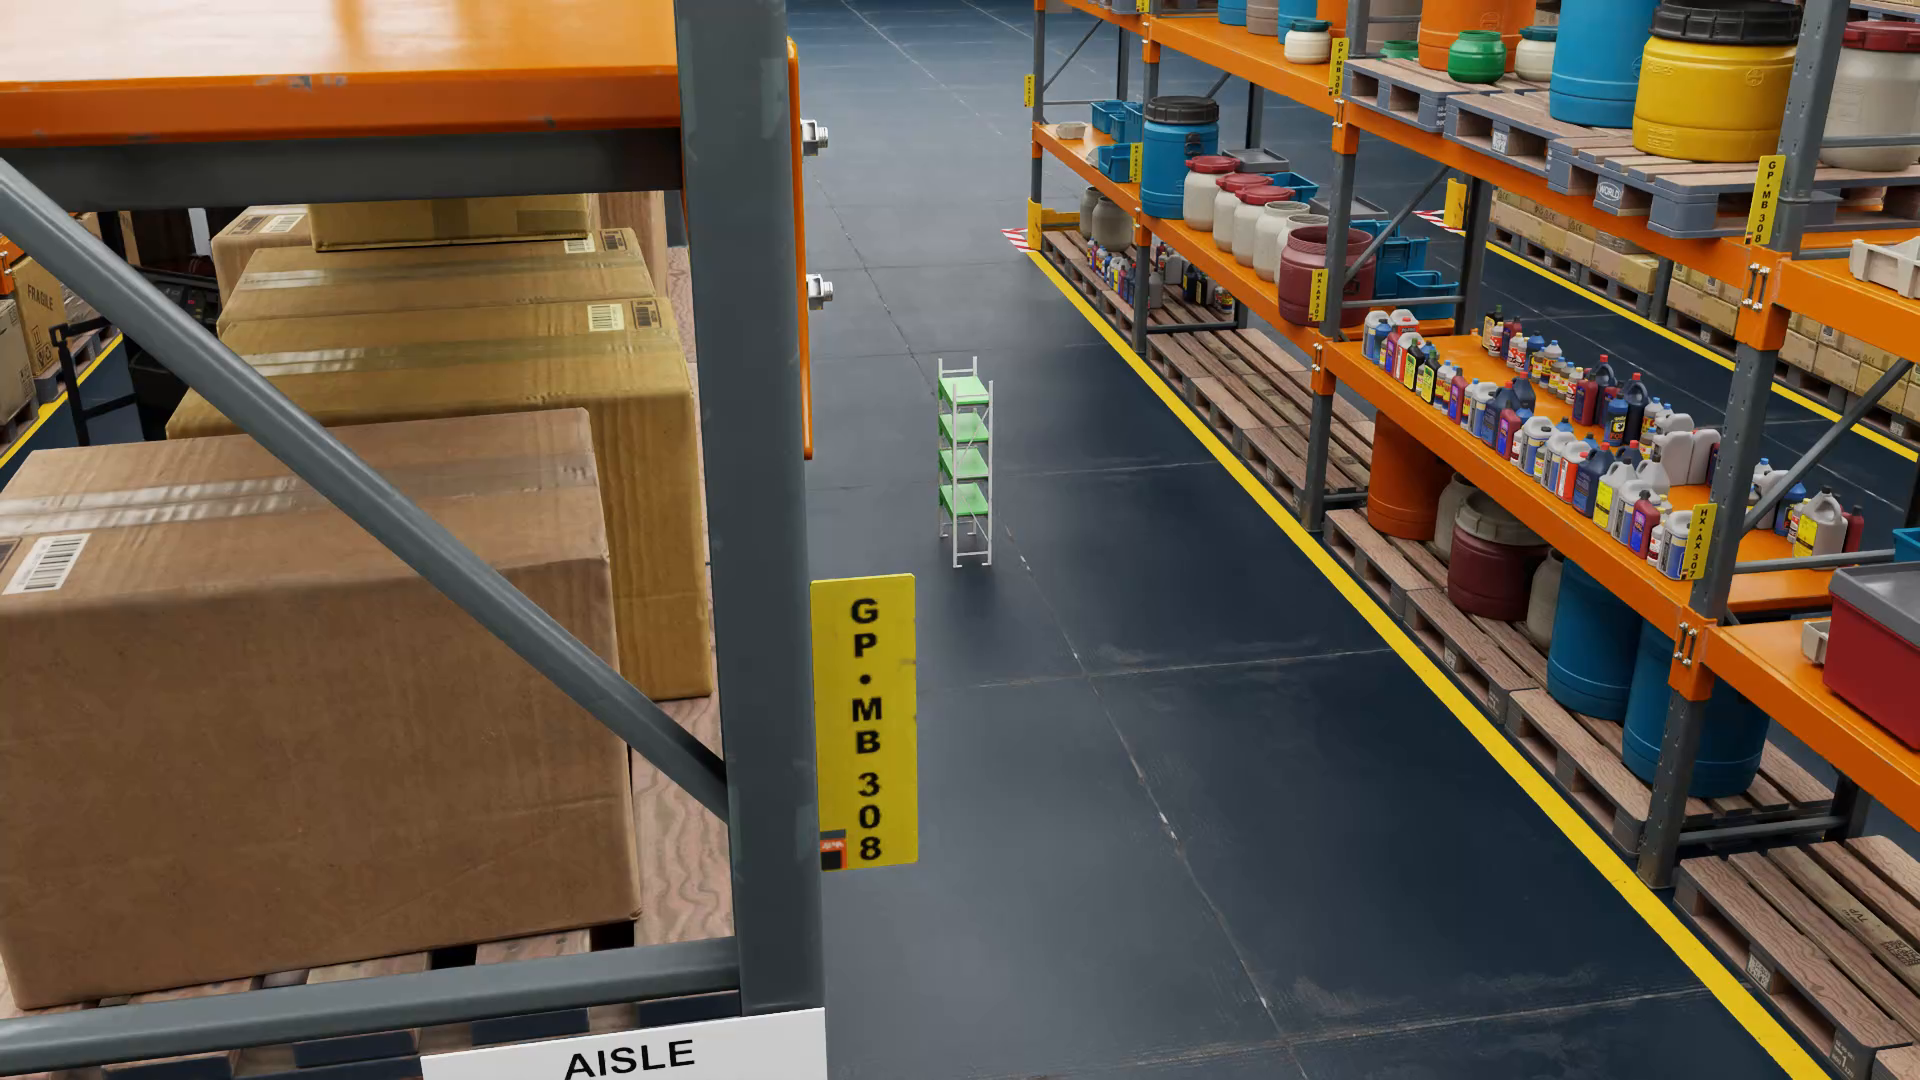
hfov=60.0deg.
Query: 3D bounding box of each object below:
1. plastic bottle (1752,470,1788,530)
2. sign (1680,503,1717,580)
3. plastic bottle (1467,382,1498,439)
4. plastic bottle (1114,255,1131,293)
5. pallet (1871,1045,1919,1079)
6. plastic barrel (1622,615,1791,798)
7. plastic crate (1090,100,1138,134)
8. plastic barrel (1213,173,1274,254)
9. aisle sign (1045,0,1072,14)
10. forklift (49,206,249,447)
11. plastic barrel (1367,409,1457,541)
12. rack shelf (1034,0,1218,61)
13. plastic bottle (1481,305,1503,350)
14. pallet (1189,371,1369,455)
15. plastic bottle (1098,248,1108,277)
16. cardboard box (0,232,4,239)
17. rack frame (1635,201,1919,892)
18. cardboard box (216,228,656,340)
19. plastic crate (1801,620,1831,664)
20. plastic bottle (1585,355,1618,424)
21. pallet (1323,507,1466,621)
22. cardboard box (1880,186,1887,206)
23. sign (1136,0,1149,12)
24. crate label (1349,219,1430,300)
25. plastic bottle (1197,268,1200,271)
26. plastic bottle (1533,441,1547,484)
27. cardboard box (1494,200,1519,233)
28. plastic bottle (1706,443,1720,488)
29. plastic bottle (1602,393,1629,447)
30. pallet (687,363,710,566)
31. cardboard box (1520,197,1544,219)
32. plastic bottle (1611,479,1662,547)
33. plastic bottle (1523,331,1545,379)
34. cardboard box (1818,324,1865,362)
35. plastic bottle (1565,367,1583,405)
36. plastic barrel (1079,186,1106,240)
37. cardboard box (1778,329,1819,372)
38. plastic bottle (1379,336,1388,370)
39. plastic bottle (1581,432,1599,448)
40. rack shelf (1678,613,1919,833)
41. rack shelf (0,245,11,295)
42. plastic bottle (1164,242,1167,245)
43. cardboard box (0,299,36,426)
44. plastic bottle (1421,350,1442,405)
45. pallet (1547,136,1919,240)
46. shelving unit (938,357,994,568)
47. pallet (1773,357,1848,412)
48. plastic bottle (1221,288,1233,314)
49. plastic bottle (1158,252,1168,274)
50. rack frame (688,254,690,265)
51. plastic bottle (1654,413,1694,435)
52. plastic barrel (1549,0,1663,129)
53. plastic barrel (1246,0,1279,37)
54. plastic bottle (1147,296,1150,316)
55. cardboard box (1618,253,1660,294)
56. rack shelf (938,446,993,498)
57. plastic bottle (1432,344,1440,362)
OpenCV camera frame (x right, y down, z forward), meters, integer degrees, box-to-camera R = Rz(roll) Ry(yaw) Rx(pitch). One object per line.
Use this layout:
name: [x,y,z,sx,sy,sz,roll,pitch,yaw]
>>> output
plastic bottle: [3.710,-0.202,7.620,0.152,0.276,0.135,-4,24,-10]
sign: [2.948,0.008,6.637,0.100,0.325,0.005,-4,24,-10]
plastic bottle: [2.768,-0.682,8.718,0.152,0.276,0.135,-4,24,-10]
plastic bottle: [1.512,-2.474,15.426,0.144,0.351,0.185,-4,24,-10]
pallet: [3.892,2.140,5.585,1.003,0.211,1.213,-4,24,-10]
plastic barrel: [3.405,0.649,7.613,0.600,0.901,0.708,-4,24,-10]
plastic crate: [1.656,-4.382,17.221,0.499,0.251,0.616,-4,24,-10]
plastic barrel: [2.107,-2.433,12.402,0.433,0.535,0.433,0,24,0]
aisle sign: [0.969,-5.823,17.086,0.394,0.787,0.004,-4,24,-10]
forklift: [-5.104,-1.457,10.423,1.130,2.935,3.031,11,26,23]
plastic barrel: [2.856,-0.485,10.299,0.600,0.830,0.708,-4,24,-10]
rack shelf: [1.640,-4.883,15.334,1.077,0.370,4.000,-4,24,-10]
plastic bottle: [3.243,-1.297,10.118,0.061,0.283,0.133,-4,24,-10]
pallet: [2.422,-0.987,12.745,1.003,0.211,1.213,-4,24,-10]
plastic bottle: [1.381,-2.666,15.965,0.097,0.271,0.097,0,24,0]
cardboard box: [-7.831,-2.570,12.700,0.875,0.550,0.550,-4,24,-10]
rack frame: [3.489,0.095,6.784,1.000,3.000,0.127,-4,24,-10]
cardboard box: [-0.917,-0.254,3.062,0.700,0.500,0.500,-6,24,-13]
plastic crate: [3.434,0.382,6.381,0.396,0.136,0.243,-4,24,-10]
plastic bottle: [3.443,-0.813,8.924,0.144,0.351,0.185,-4,24,-10]
pallet: [2.936,0.107,10.242,1.003,0.211,1.213,-4,24,-10]
cardboard box: [7.292,-2.548,12.711,0.500,0.500,0.500,-6,24,-13]
sign: [1.467,-4.394,13.303,0.100,0.325,0.005,-4,24,-10]
crate label: [2.831,-1.905,11.320,0.502,0.435,0.616,-4,24,-10]
plastic bottle: [2.233,-2.461,15.398,0.144,0.351,0.185,-5,24,-12]
plastic bottle: [2.864,-0.383,8.128,0.097,0.201,0.097,0,24,0]
cardboard box: [6.115,-3.498,17.923,0.500,0.250,0.500,-4,24,-10]
plastic bottle: [3.676,-0.376,8.010,0.061,0.283,0.133,-4,24,-10]
plastic bottle: [3.391,-0.625,8.594,0.097,0.271,0.097,0,24,0]
pallet: [-1.016,-0.071,3.527,1.003,0.211,1.213,-4,24,-10]
cardboard box: [6.218,-3.646,17.325,0.500,0.500,0.500,-4,24,-10]
plastic bottle: [3.031,-0.123,7.438,0.152,0.276,0.135,-4,24,-10]
plastic bottle: [3.325,-1.077,9.630,0.097,0.271,0.097,0,24,0]
cardboard box: [7.086,-1.623,12.928,0.500,0.311,0.500,-4,24,-10]
plastic bottle: [3.415,-0.854,9.206,0.097,0.201,0.097,0,24,0]
plastic barrel: [1.467,-3.424,17.425,0.421,0.512,0.421,0,24,0]
cardboard box: [6.994,-1.567,13.501,0.500,0.250,0.500,-4,24,-9]
plastic bottle: [2.524,-1.107,9.785,0.097,0.201,0.097,0,24,0]
plastic bottle: [3.032,-0.388,8.052,0.097,0.271,0.097,0,24,0]
rack shelf: [3.859,1.212,5.127,1.077,0.370,4.000,-4,24,-10]
rack shelf: [-7.381,-1.241,10.743,1.077,0.370,4.000,-4,24,-10]
plastic bottle: [2.040,-2.854,16.484,0.097,0.201,0.097,0,24,0]
cardboard box: [-7.548,-1.281,12.222,1.050,0.750,0.750,-4,24,-10]
plastic bottle: [2.620,-0.902,9.212,0.061,0.283,0.133,-4,24,-10]
pallet: [3.248,-1.494,6.911,1.213,0.211,1.003,-4,24,-10]
shelving unit: [0.031,-0.485,10.361,0.258,1.200,0.503,-4,24,-10]
pallet: [7.282,-1.371,13.625,1.003,0.211,1.213,-4,24,-10]
plastic bottle: [2.381,-2.160,14.808,0.097,0.271,0.097,0,24,0]
plastic bottle: [1.967,-2.682,16.089,0.097,0.201,0.097,0,24,0]
rack frame: [-1.379,0.462,5.945,1.000,3.000,0.127,-4,24,-10]
plastic bottle: [3.564,-0.513,8.333,0.152,0.276,0.135,-4,24,-10]
plastic barrel: [3.023,-2.361,7.510,0.600,0.901,0.708,-4,24,-10]
plastic barrel: [2.438,-4.214,12.278,0.600,0.901,0.600,0,24,0]
plastic bottle: [1.636,-2.090,14.735,0.097,0.201,0.097,0,24,0]
cardboard box: [6.578,-2.515,15.672,0.500,0.250,0.500,-4,24,-10]
rack shelf: [0.031,-0.426,10.386,0.258,0.148,0.480,-4,24,-10]
plastic bottle: [2.716,-1.027,9.603,0.097,0.201,0.097,0,24,0]
